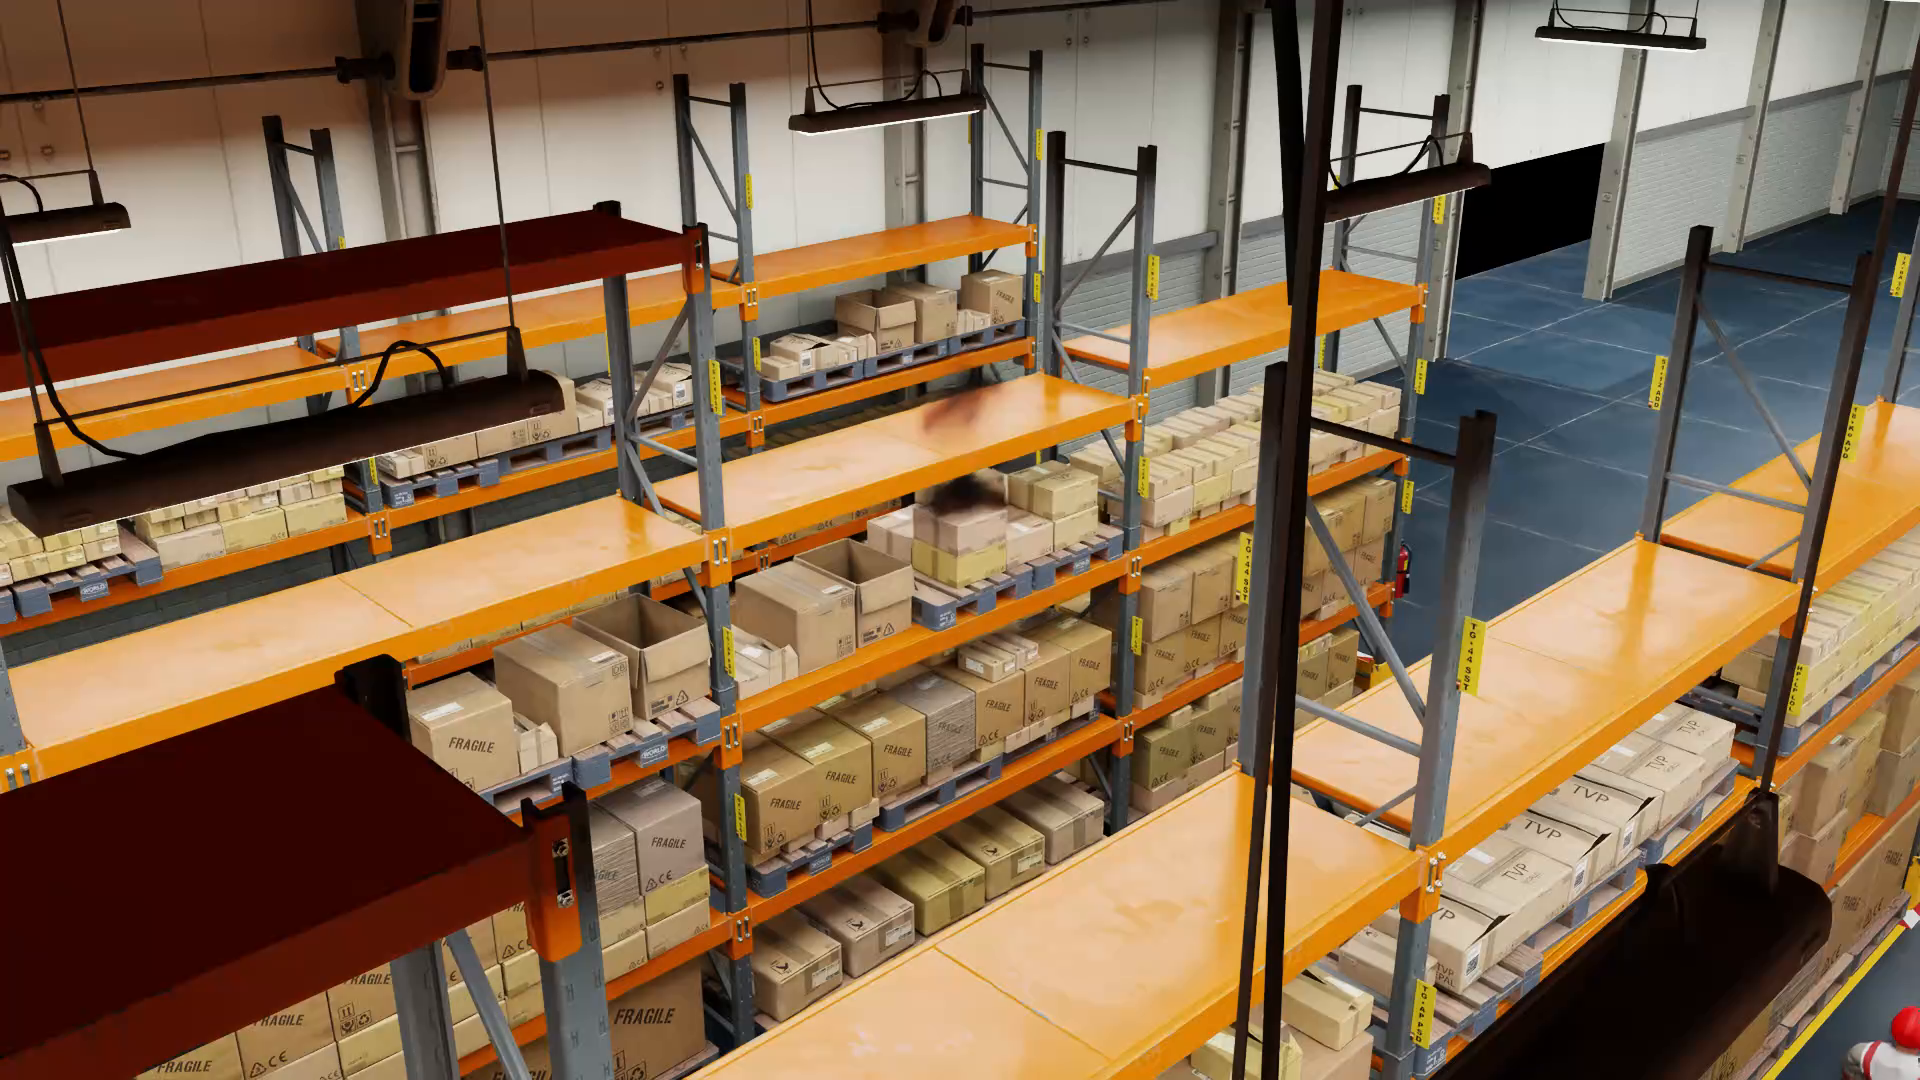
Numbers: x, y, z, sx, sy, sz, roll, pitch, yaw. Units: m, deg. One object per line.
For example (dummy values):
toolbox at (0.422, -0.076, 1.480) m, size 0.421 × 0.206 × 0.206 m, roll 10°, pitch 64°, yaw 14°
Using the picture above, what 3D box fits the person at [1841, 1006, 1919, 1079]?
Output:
person at (5.527, 3.133, 9.739) m, size 0.630 × 0.872 × 0.506 m, roll 16°, pitch 27°, yaw 34°
